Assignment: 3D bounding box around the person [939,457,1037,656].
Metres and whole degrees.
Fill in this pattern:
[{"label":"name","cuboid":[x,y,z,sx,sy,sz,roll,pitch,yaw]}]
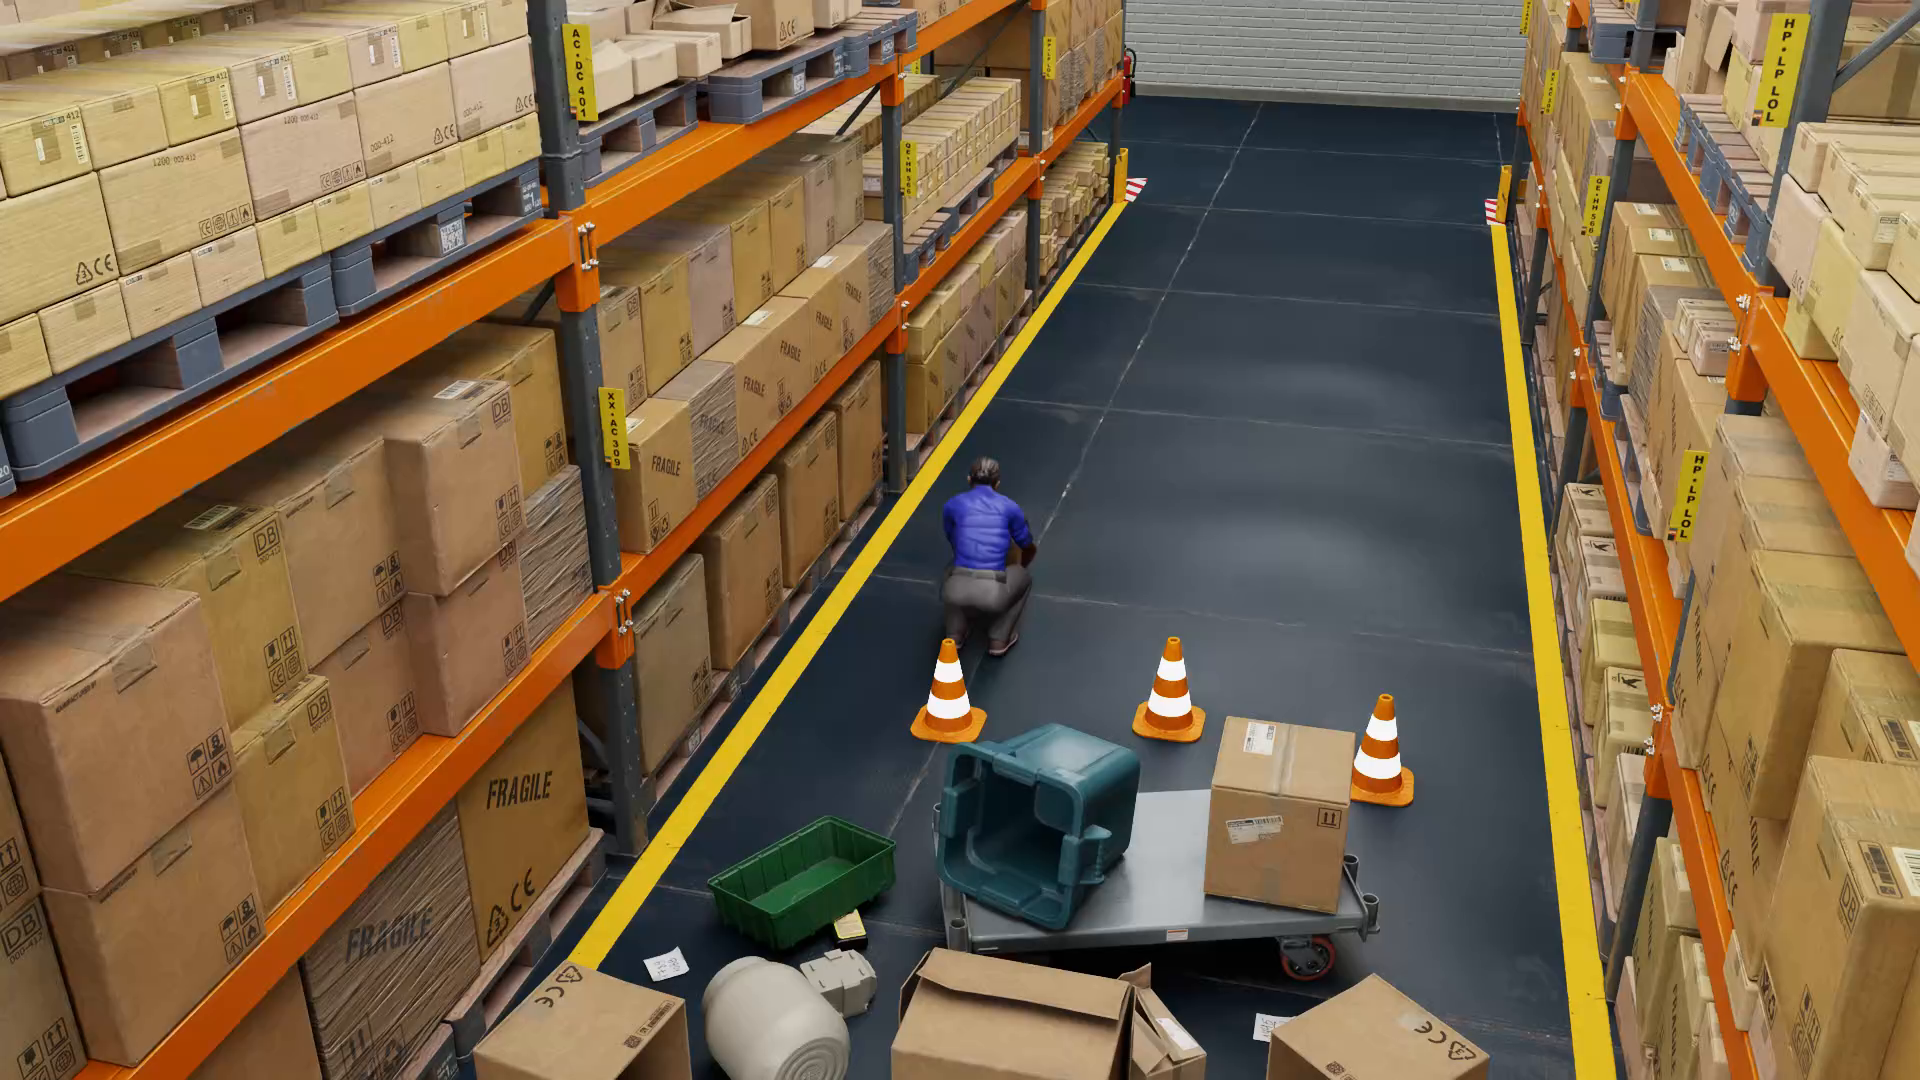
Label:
[{"label":"person","cuboid":[0.129,0.072,8.841,0.503,0.919,0.828,6,26,13]}]
